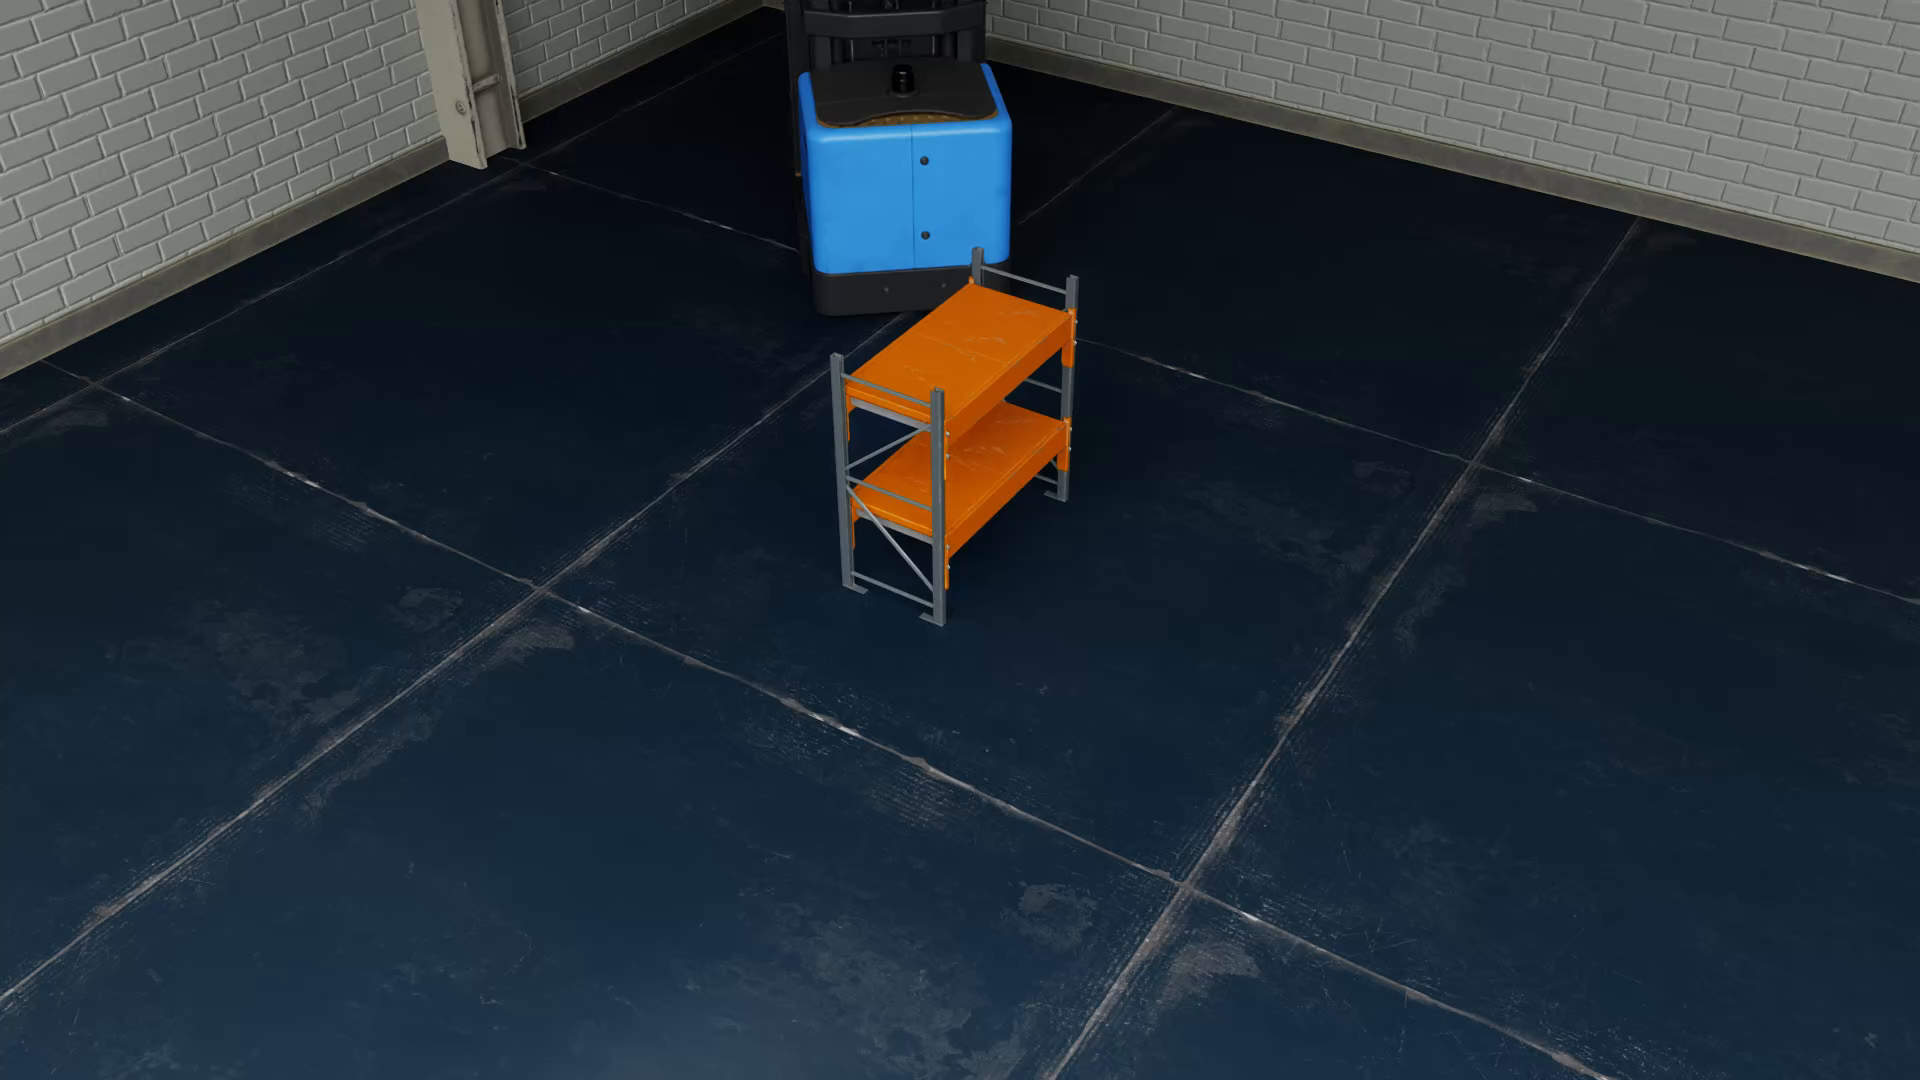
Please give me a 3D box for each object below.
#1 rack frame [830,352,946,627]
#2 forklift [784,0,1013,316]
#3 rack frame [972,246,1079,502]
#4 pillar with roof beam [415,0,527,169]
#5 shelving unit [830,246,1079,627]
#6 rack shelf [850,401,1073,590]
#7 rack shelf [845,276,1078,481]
[{"bbox_3d":[-0.276,-0.180,6.562,0.500,1.125,0.032,21,42,25],"label":"rack frame"},{"bbox_3d":[-0.436,-3.218,9.023,1.130,2.935,3.031,-5,38,-6],"label":"forklift"},{"bbox_3d":[0.269,-0.704,7.242,0.500,1.125,0.032,21,42,25],"label":"rack frame"},{"bbox_3d":[0.677,-4.579,5.820,9.100,9.000,0.400,21,42,25],"label":"pillar with roof beam"},{"bbox_3d":[-0.004,-0.442,6.902,0.538,1.125,1.048,21,42,25],"label":"shelving unit"},{"bbox_3d":[-0.004,-0.248,7.051,0.538,0.278,1.000,21,42,25],"label":"rack shelf"},{"bbox_3d":[-0.004,-0.674,6.723,0.538,0.278,1.000,21,42,25],"label":"rack shelf"}]
